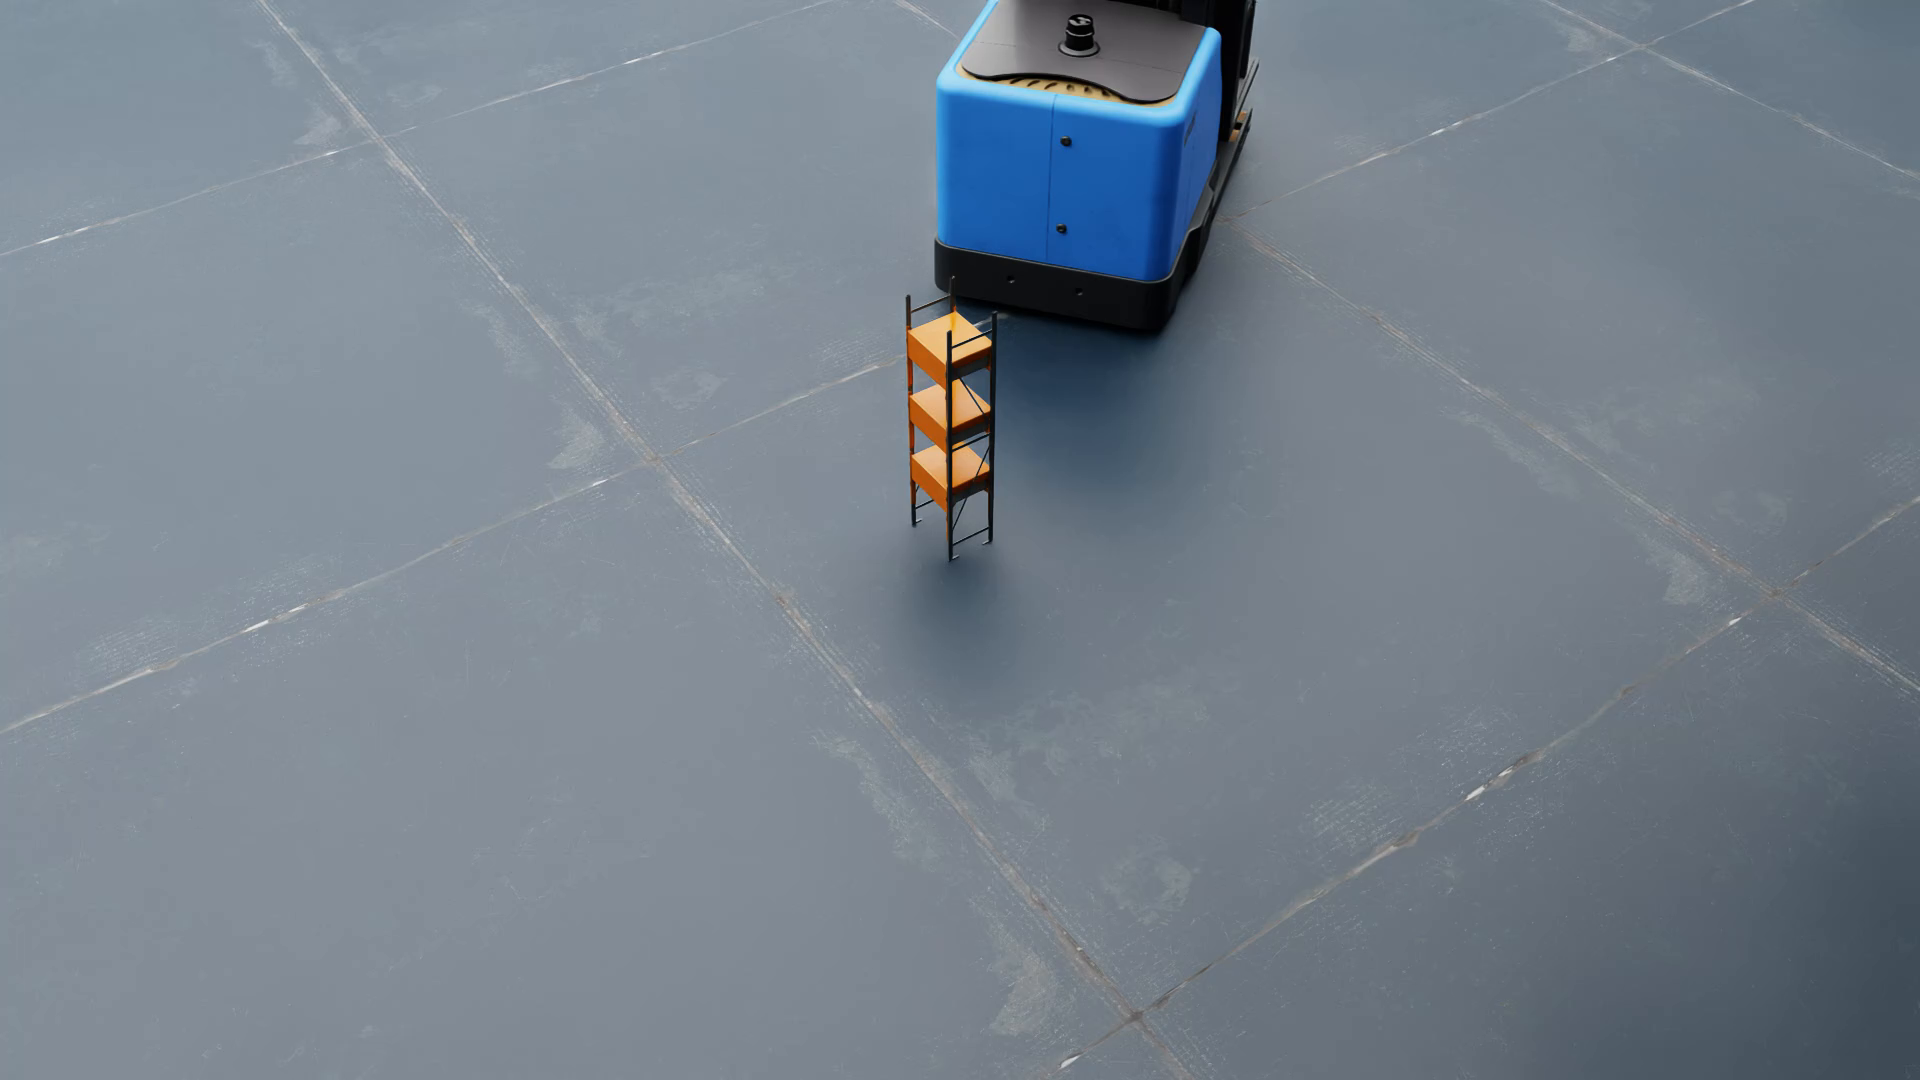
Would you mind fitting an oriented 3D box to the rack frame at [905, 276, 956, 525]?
[{"bbox_3d":[-0.100,-0.479,5.992,0.200,1.050,0.008,-26,49,-24],"label":"rack frame"}]

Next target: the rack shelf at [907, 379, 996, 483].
[{"bbox_3d":[-0.031,-0.402,5.927,0.215,0.259,0.240,-26,49,-24],"label":"rack shelf"}]

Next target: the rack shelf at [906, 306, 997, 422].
[{"bbox_3d":[-0.031,-0.608,5.731,0.215,0.259,0.240,-26,49,-24],"label":"rack shelf"}]

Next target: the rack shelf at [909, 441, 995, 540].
[{"bbox_3d":[-0.031,-0.201,6.118,0.215,0.259,0.240,-26,49,-24],"label":"rack shelf"}]

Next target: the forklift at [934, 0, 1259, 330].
[{"bbox_3d":[0.823,-2.990,7.260,1.130,2.935,3.031,12,45,13],"label":"forklift"}]

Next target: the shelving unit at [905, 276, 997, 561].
[{"bbox_3d":[-0.031,-0.410,5.919,0.215,1.050,0.252,-26,49,-24],"label":"shelving unit"}]

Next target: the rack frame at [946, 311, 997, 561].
[{"bbox_3d":[0.039,-0.341,5.847,0.200,1.050,0.008,-26,49,-24],"label":"rack frame"}]
